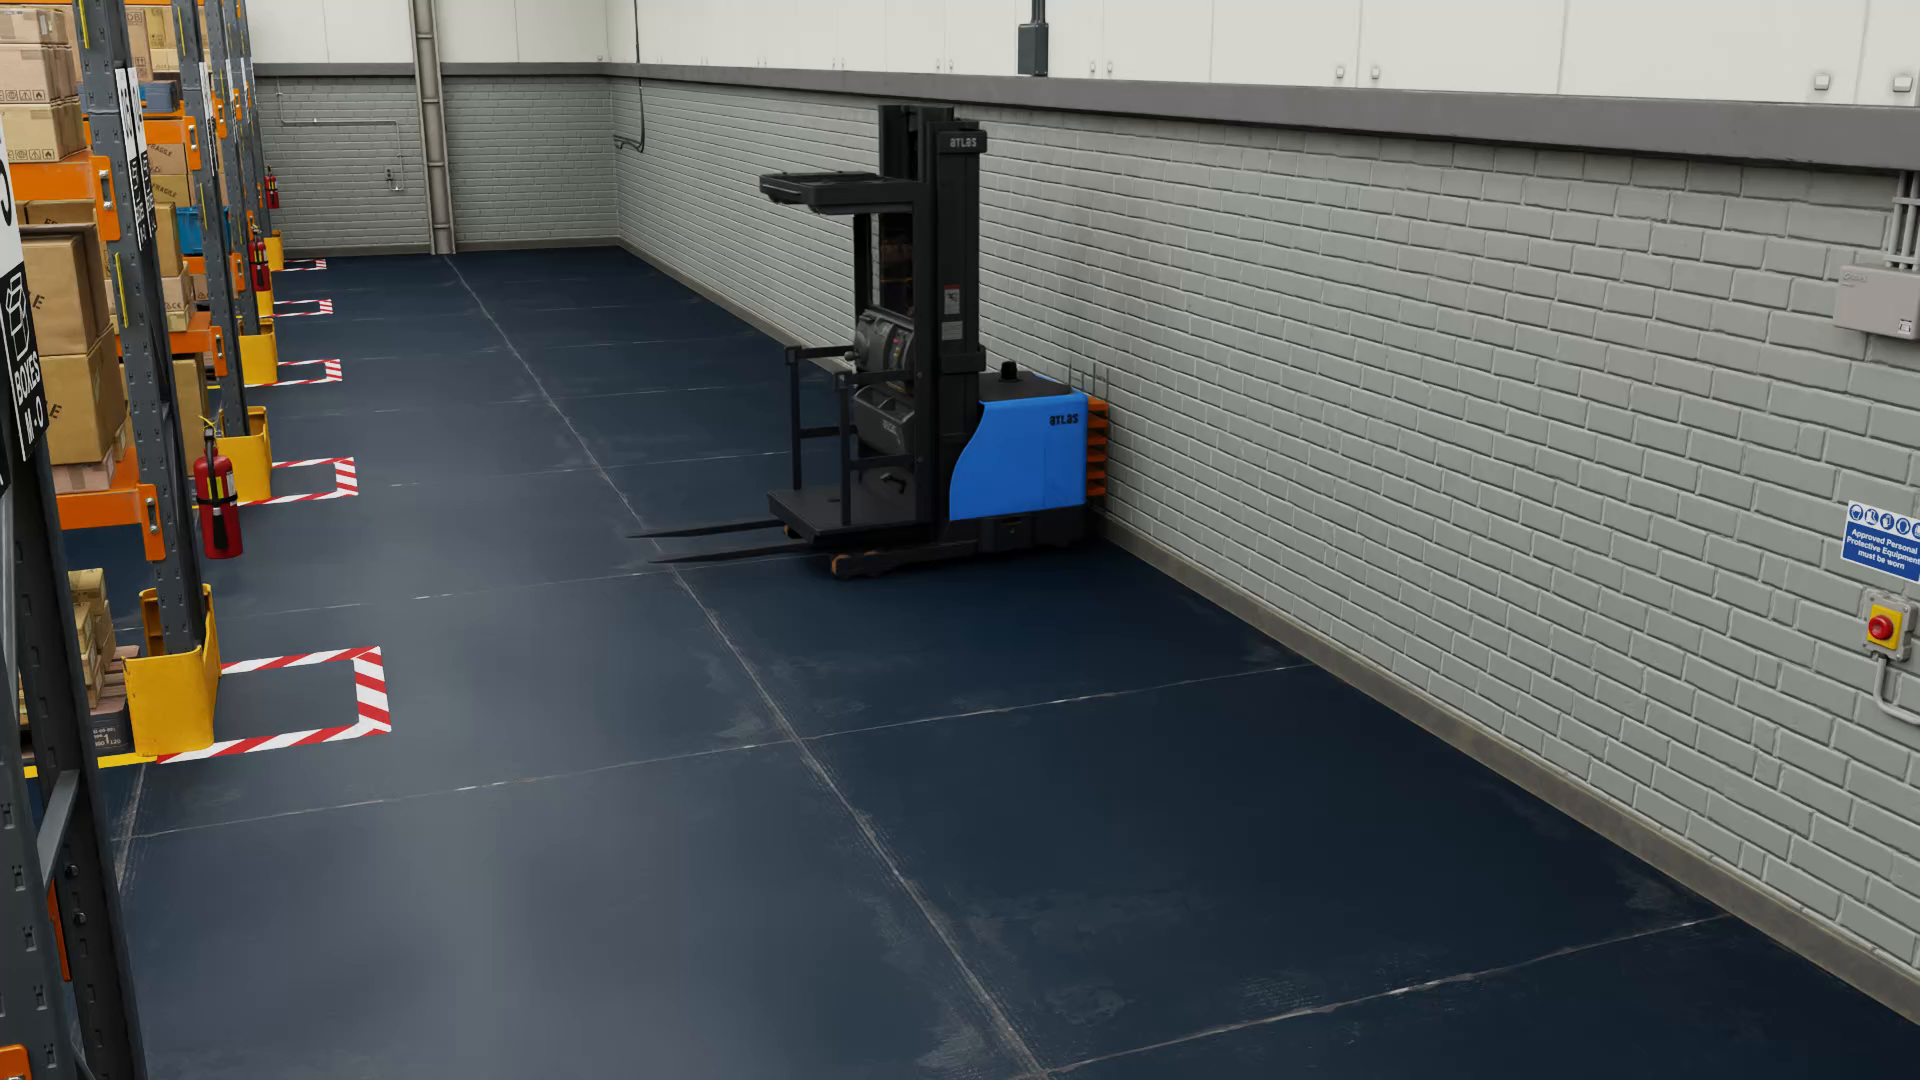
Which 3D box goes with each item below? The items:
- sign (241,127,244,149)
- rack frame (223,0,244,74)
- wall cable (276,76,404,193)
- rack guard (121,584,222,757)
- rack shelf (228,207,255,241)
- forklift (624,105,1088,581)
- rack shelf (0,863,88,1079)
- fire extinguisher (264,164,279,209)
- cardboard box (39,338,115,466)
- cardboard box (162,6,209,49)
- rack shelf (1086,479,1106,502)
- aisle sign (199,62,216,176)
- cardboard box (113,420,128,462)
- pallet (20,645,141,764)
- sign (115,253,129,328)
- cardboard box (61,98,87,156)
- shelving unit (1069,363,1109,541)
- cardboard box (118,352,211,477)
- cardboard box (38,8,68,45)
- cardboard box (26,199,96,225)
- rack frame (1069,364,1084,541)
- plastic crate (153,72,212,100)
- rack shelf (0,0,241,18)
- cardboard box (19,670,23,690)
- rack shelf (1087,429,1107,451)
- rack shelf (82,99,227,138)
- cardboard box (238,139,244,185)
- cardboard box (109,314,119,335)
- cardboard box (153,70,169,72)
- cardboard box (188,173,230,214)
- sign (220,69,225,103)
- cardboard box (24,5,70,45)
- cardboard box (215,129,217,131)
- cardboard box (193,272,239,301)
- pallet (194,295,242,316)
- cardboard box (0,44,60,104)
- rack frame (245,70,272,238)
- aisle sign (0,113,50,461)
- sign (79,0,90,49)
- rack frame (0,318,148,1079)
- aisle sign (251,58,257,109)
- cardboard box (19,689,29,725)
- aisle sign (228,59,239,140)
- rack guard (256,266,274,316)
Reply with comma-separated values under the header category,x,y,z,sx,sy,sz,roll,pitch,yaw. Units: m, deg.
category,x,y,z,sx,sy,sz,roll,pitch,yaw
sign,-8.993,-5.045,20.840,0.005,0.325,0.100,-6,17,-20
rack frame,-9.173,-7.365,20.706,0.127,3.000,1.000,-6,17,-20
wall cable,-10.092,-6.655,27.132,1.851,1.984,0.084,-6,17,-20
rack guard,-4.022,0.643,8.522,0.348,0.500,1.175,-6,17,-20
rack shelf,-11.041,-3.939,20.966,4.000,0.370,1.077,-6,17,-20
forklift,-0.687,-1.314,10.872,3.031,2.935,1.130,-7,18,-23
rack shelf,-3.953,1.275,3.210,4.000,0.370,1.077,-6,17,-20
fire extinguisher,-10.643,-5.467,25.690,0.183,0.674,0.296,-6,17,-20
cardboard box,-4.279,-0.642,7.755,0.500,0.500,0.500,-6,17,-19
cardboard box,-9.647,-6.397,20.783,0.500,0.500,0.700,-6,17,-20
rack shelf,0.882,-0.339,11.634,0.180,0.103,0.258,-6,17,-20
aisle sign,-5.457,-3.055,12.064,0.004,0.787,0.394,-6,17,-20
cardboard box,-4.371,-0.497,8.414,0.250,0.149,0.380,-6,18,-21
pallet,-4.794,0.854,8.315,1.213,0.211,1.003,-6,17,-20
sign,-3.772,-1.123,7.484,0.005,0.325,0.100,-6,17,-20
cardboard box,-4.462,-1.953,7.869,0.500,0.250,0.500,-6,17,-18
shelving unit,0.882,-0.612,11.554,0.189,1.200,0.258,-6,17,-20
cardboard box,-6.201,-0.976,12.623,0.875,0.875,0.875,-6,17,-20
cardboard box,-6.667,-3.525,11.853,0.500,0.500,0.700,-7,18,-22
cardboard box,-6.644,-2.282,12.453,0.500,0.500,0.500,-7,18,-21
rack frame,0.797,-0.603,11.523,0.006,1.200,0.240,-6,17,-20
plastic crate,-7.863,-4.594,16.825,0.590,0.269,0.497,-6,17,-20
rack shelf,-12.817,-7.929,24.614,4.000,0.370,1.077,-6,17,-20
cardboard box,-4.606,0.600,8.018,0.250,0.149,0.380,-7,18,-21
rack shelf,0.882,-0.685,11.533,0.180,0.103,0.258,-6,17,-20
rack shelf,-9.272,-4.075,16.104,4.000,0.370,1.077,-6,17,-20
cardboard box,-11.422,-5.879,25.762,0.700,0.700,0.980,-5,17,-18
cardboard box,-6.089,-1.610,12.202,0.250,0.149,0.380,-6,17,-20
cardboard box,-10.029,-5.685,20.575,0.500,0.250,0.500,-6,17,-20
cardboard box,-9.494,-4.417,21.140,0.500,0.500,0.500,-6,17,-18
sign,-7.192,-4.428,16.217,0.005,0.325,0.100,-6,17,-20
cardboard box,-11.073,-6.264,20.331,0.500,0.500,0.700,-6,17,-20
cardboard box,-9.682,-5.039,21.480,0.500,0.500,0.500,-6,17,-18
cardboard box,-9.593,-3.378,21.434,0.500,0.500,0.500,-6,17,-20
pallet,-9.988,-3.060,21.644,1.213,0.211,1.003,-6,17,-20
cardboard box,-4.291,-2.058,7.338,0.500,0.250,0.500,-7,18,-22
rack frame,-10.949,-5.789,25.988,0.127,3.000,1.000,-6,17,-20
aisle sign,-2.122,-0.603,3.714,0.004,0.787,0.394,-6,17,-20
sign,-3.772,-2.280,7.144,0.005,0.325,0.100,-6,17,-20
rack frame,-2.086,0.728,3.795,0.127,3.000,1.000,-6,17,-20
aisle sign,-10.775,-6.965,25.378,0.004,0.787,0.394,-6,17,-20
cardboard box,-4.572,0.763,7.992,0.250,0.149,0.380,-6,17,-18
aisle sign,-7.443,-4.515,17.037,0.004,0.787,0.394,-6,17,-20
rack guard,-9.244,-3.279,21.877,0.348,0.500,1.175,-6,17,-20
